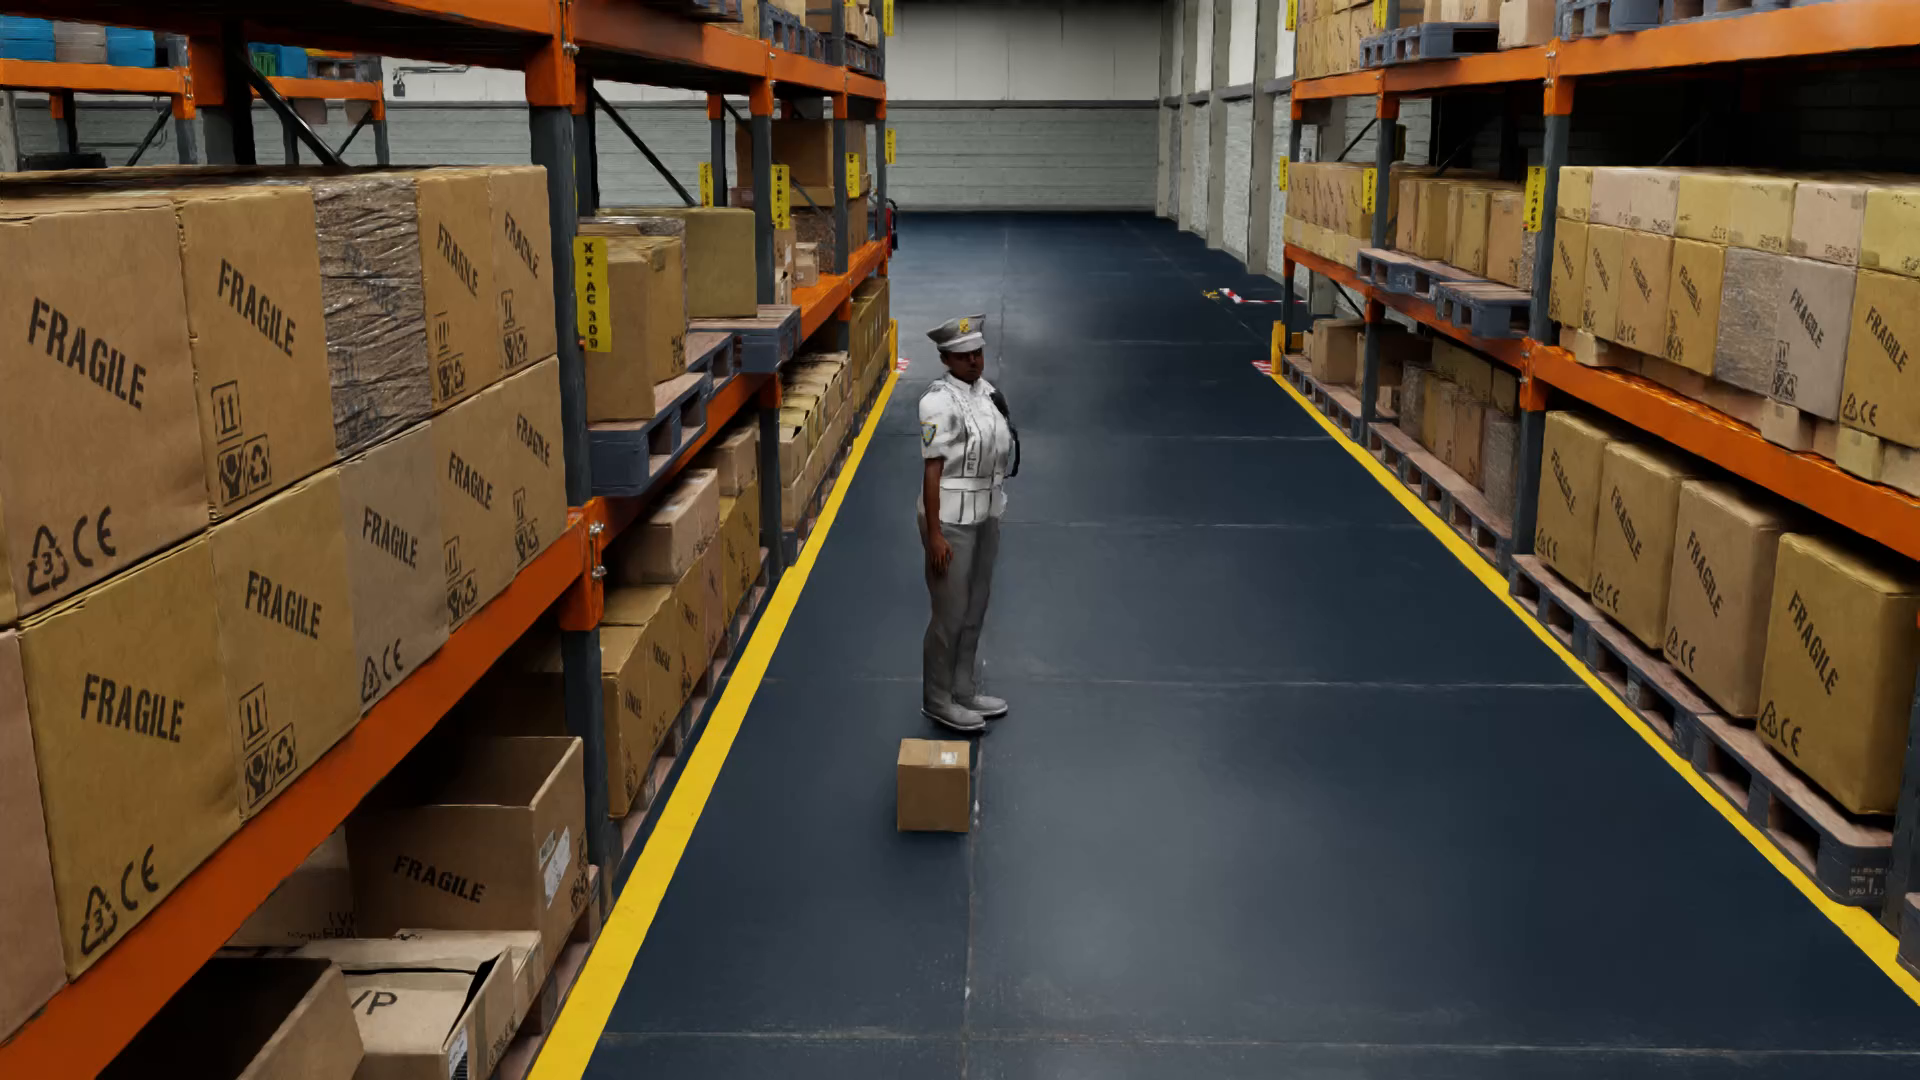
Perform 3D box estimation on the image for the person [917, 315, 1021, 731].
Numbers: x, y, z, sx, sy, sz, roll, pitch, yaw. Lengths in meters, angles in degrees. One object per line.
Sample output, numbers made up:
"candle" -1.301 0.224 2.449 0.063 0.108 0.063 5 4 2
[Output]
"person" 0.023 -0.069 6.673 0.350 1.681 0.501 8 16 30
